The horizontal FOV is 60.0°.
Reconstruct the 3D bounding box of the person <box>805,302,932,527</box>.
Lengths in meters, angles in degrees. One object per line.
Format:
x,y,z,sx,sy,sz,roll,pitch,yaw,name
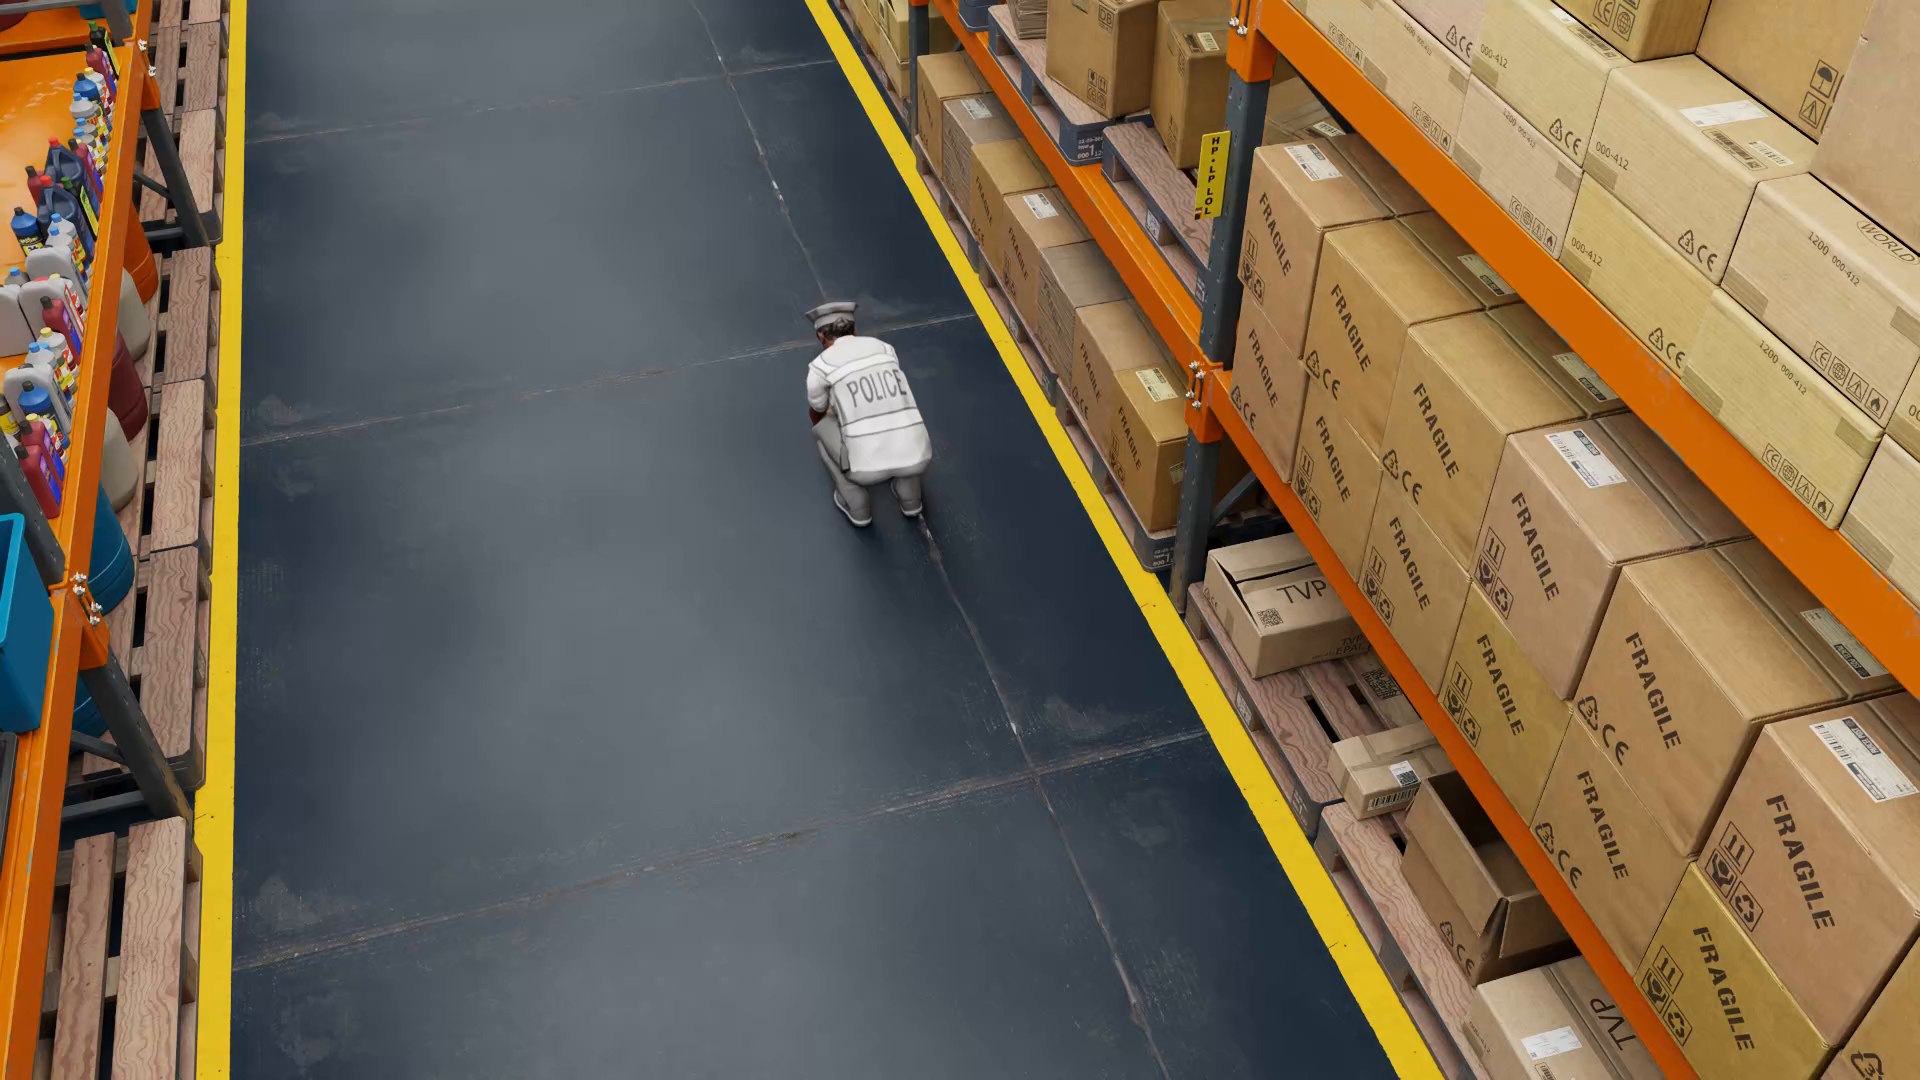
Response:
-0.416,-0.566,7.404,0.479,0.846,0.869,-12,44,-13,person
